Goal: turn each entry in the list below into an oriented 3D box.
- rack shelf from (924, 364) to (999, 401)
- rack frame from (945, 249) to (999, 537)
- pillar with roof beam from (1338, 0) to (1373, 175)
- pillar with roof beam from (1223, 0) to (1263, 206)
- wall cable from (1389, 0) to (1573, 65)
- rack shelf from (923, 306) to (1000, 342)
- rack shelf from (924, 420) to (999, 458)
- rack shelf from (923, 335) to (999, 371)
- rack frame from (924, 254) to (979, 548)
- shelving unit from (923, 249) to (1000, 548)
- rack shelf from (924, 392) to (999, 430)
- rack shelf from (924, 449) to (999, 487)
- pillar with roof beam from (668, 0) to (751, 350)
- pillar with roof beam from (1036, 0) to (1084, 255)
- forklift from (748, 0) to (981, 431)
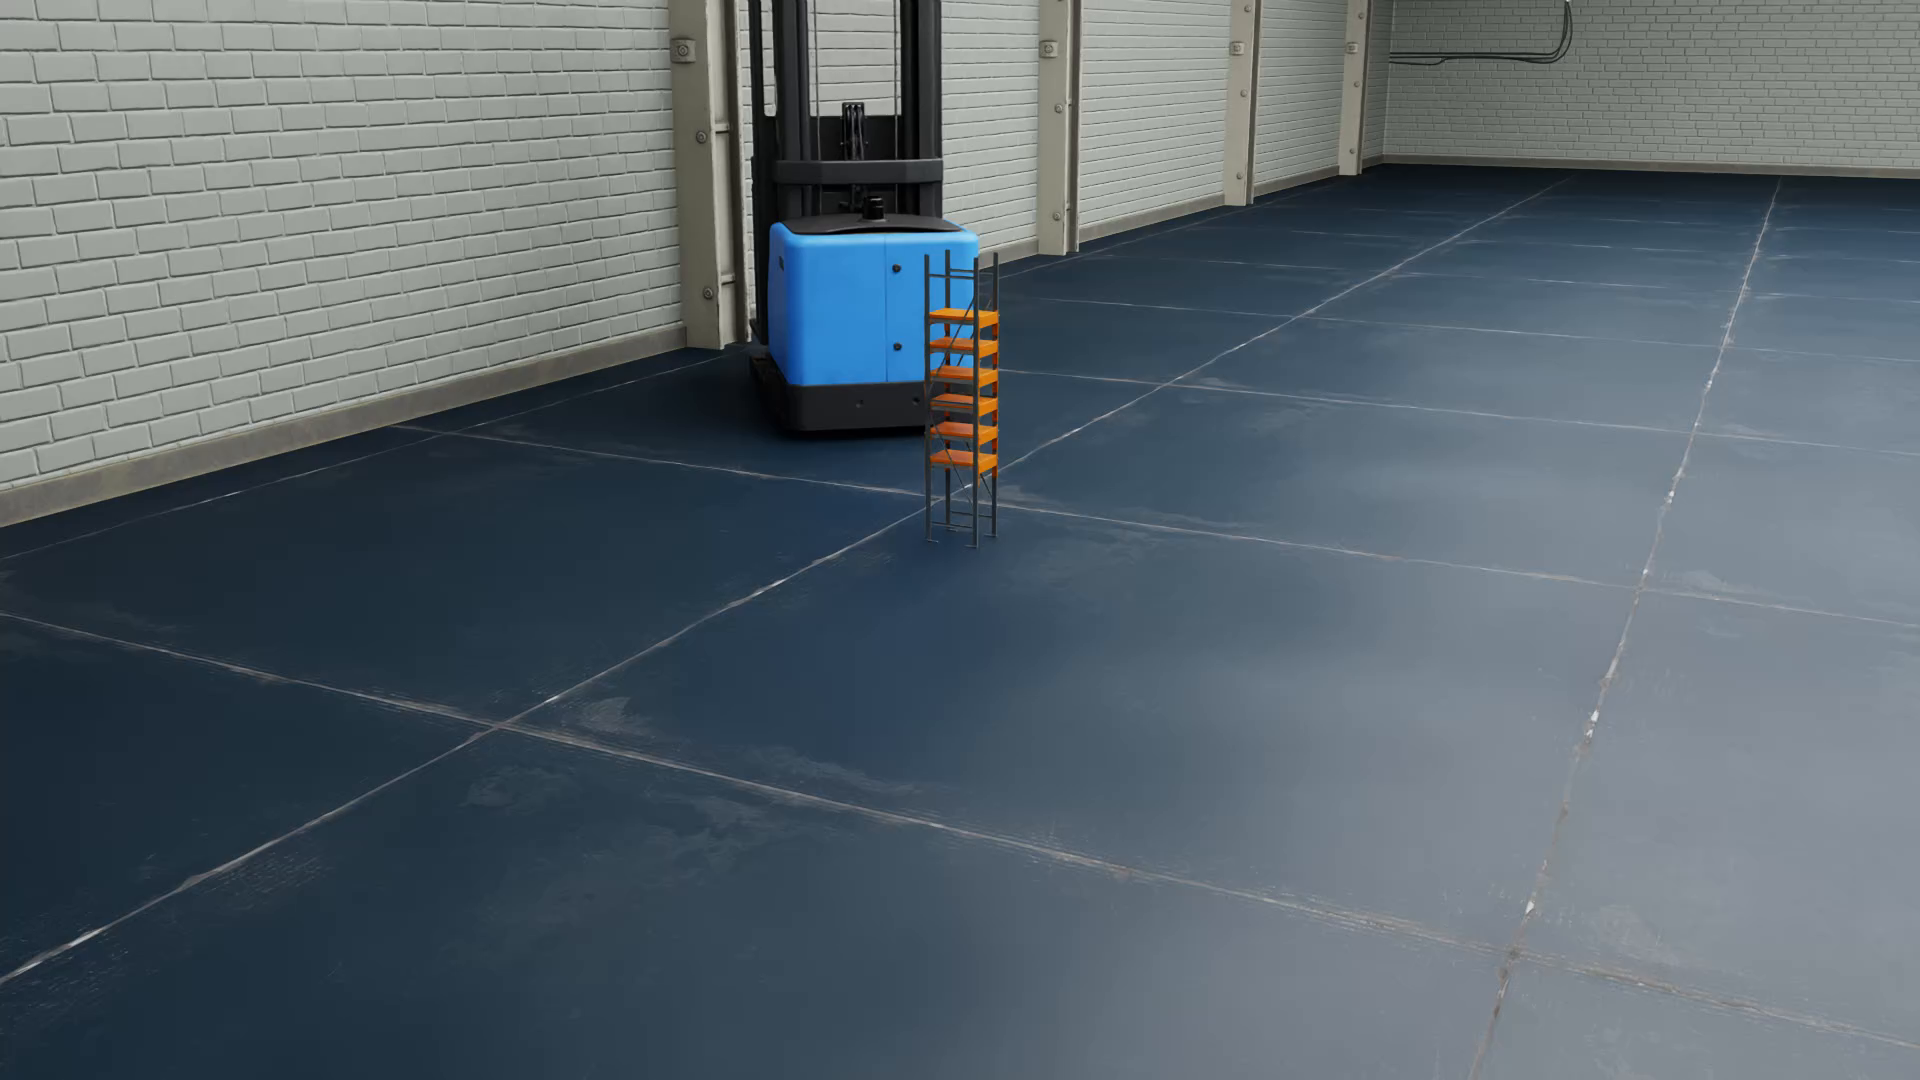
[{"bbox_3d":[0.006,-0.651,6.844,0.258,0.103,0.180,8,18,25],"label":"rack shelf"},{"bbox_3d":[0.047,-0.602,6.944,0.240,1.200,0.006,8,18,25],"label":"rack frame"},{"bbox_3d":[10.196,-9.729,23.976,9.100,9.000,0.400,8,18,25],"label":"pillar with roof beam"},{"bbox_3d":[7.515,-8.201,18.830,9.100,9.000,0.400,8,18,25],"label":"pillar with roof beam"},{"bbox_3d":[8.844,-9.371,28.222,3.097,2.526,0.112,8,18,25],"label":"wall cable"},{"bbox_3d":[0.006,-0.881,6.776,0.258,0.103,0.180,8,18,25],"label":"rack shelf"},{"bbox_3d":[0.006,-0.421,6.913,0.258,0.103,0.180,8,18,25],"label":"rack shelf"},{"bbox_3d":[0.006,-0.766,6.810,0.258,0.103,0.180,8,18,25],"label":"rack shelf"},{"bbox_3d":[-0.034,-0.556,6.787,0.240,1.200,0.006,8,18,25],"label":"rack frame"},{"bbox_3d":[0.006,-0.579,6.866,0.258,1.200,0.189,8,18,25],"label":"shelving unit"},{"bbox_3d":[0.006,-0.536,6.879,0.258,0.103,0.180,8,18,25],"label":"rack shelf"},{"bbox_3d":[0.006,-0.306,6.947,0.258,0.103,0.180,8,18,25],"label":"rack shelf"},{"bbox_3d":[2.152,-5.144,8.539,9.100,9.000,0.400,8,18,25],"label":"pillar with roof beam"},{"bbox_3d":[4.833,-6.673,13.685,9.100,9.000,0.400,8,18,25],"label":"pillar with roof beam"},{"bbox_3d":[-0.696,-2.352,9.795,1.130,2.935,3.031,-3,17,-12],"label":"forklift"}]
